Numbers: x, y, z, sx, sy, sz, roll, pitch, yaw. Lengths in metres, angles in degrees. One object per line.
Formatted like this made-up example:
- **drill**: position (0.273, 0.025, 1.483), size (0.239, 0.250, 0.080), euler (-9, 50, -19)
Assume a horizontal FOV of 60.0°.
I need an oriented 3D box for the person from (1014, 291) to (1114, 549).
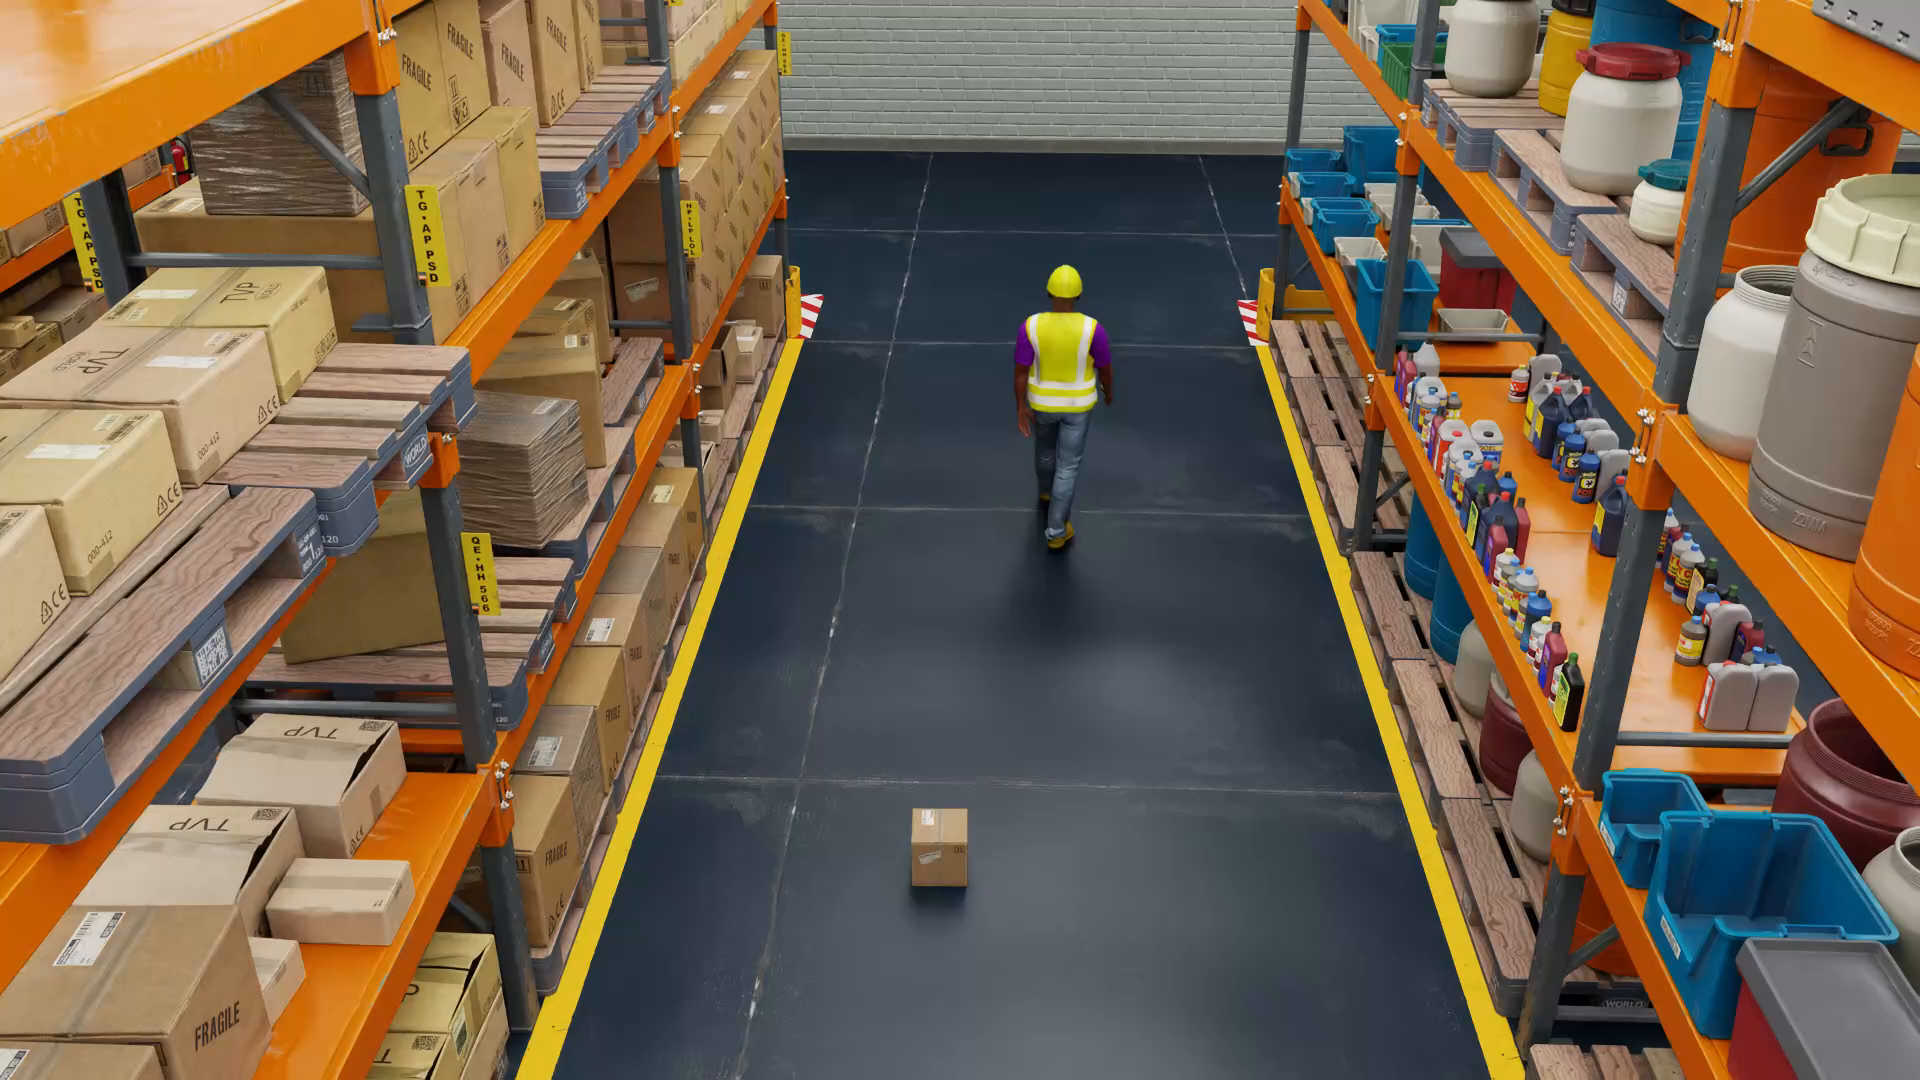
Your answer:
- **person**: position (0.662, -0.892, 10.290), size (0.580, 1.679, 0.958), euler (7, 29, 12)
